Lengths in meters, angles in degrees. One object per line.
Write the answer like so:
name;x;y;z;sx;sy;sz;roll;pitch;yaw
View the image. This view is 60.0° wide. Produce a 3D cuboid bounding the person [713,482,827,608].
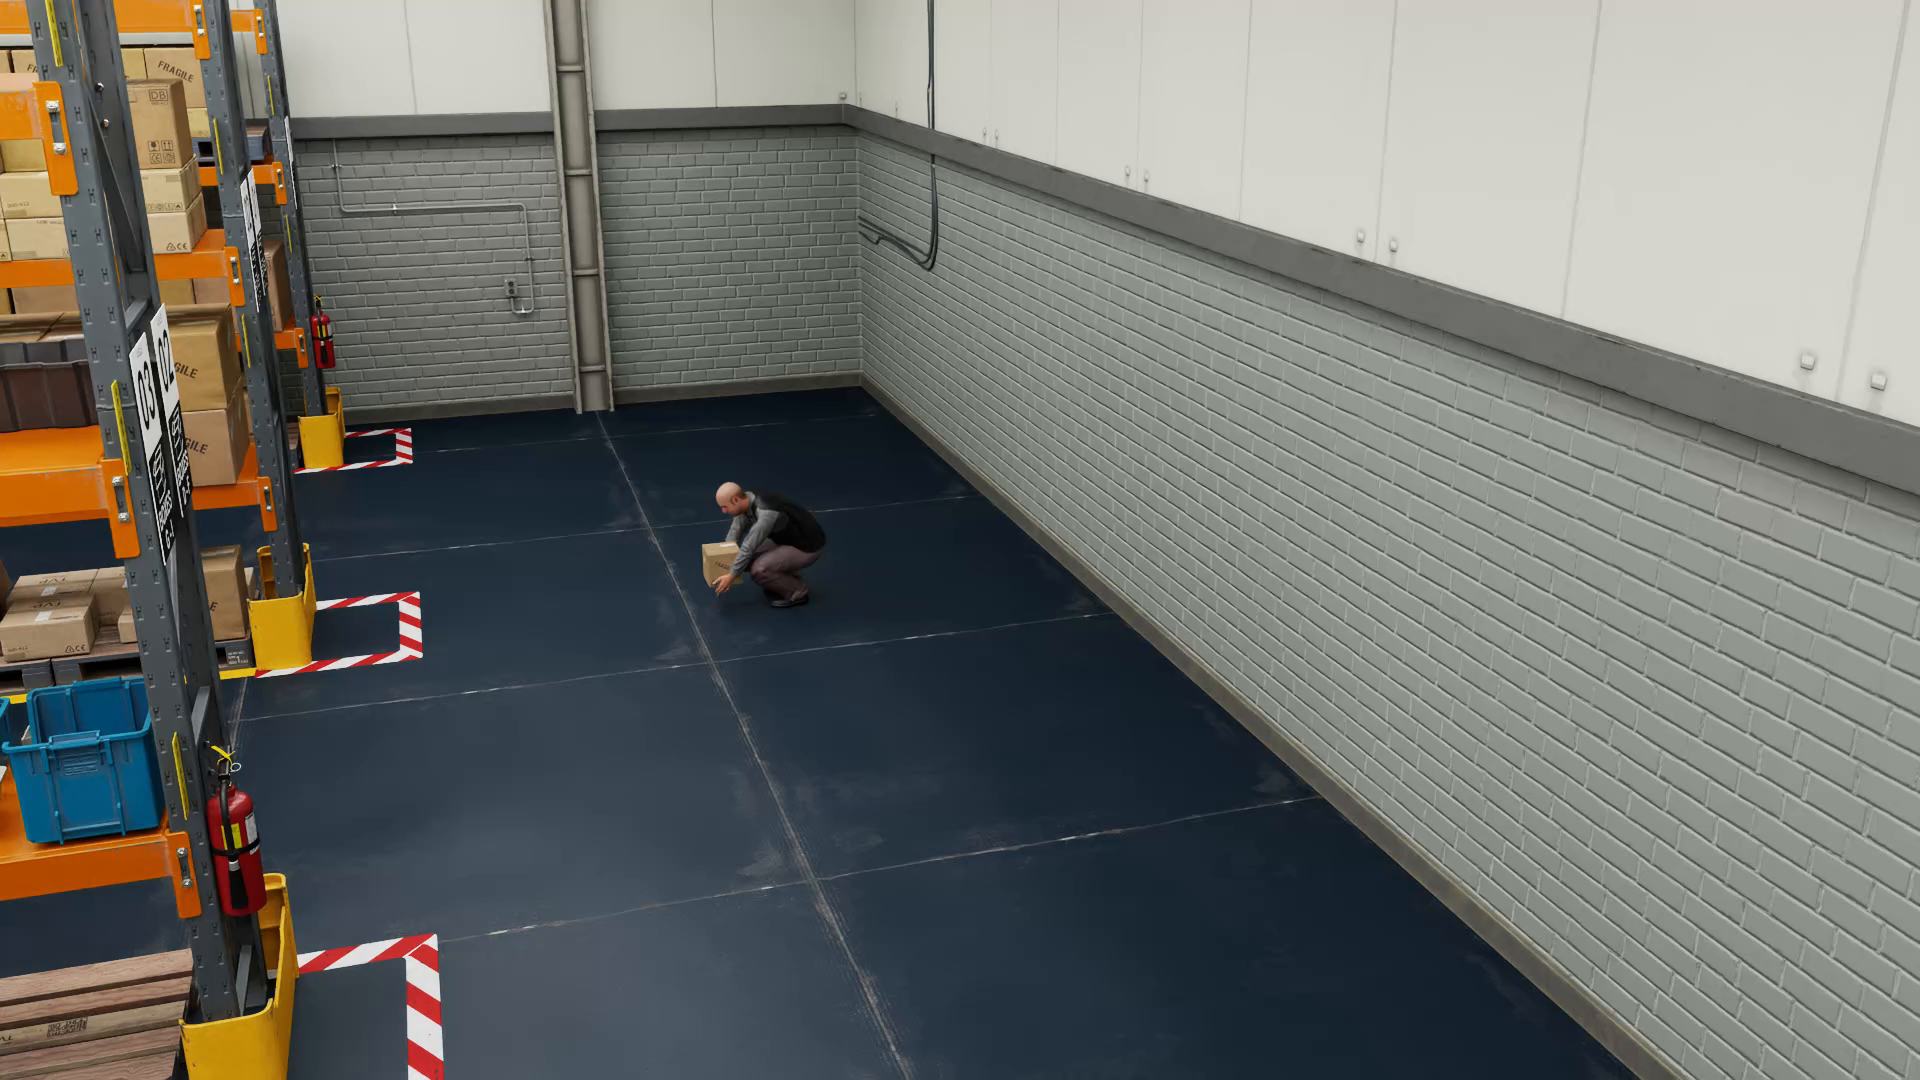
person;-1.426;0.004;12.268;0.874;0.968;0.520;-7;20;-18
